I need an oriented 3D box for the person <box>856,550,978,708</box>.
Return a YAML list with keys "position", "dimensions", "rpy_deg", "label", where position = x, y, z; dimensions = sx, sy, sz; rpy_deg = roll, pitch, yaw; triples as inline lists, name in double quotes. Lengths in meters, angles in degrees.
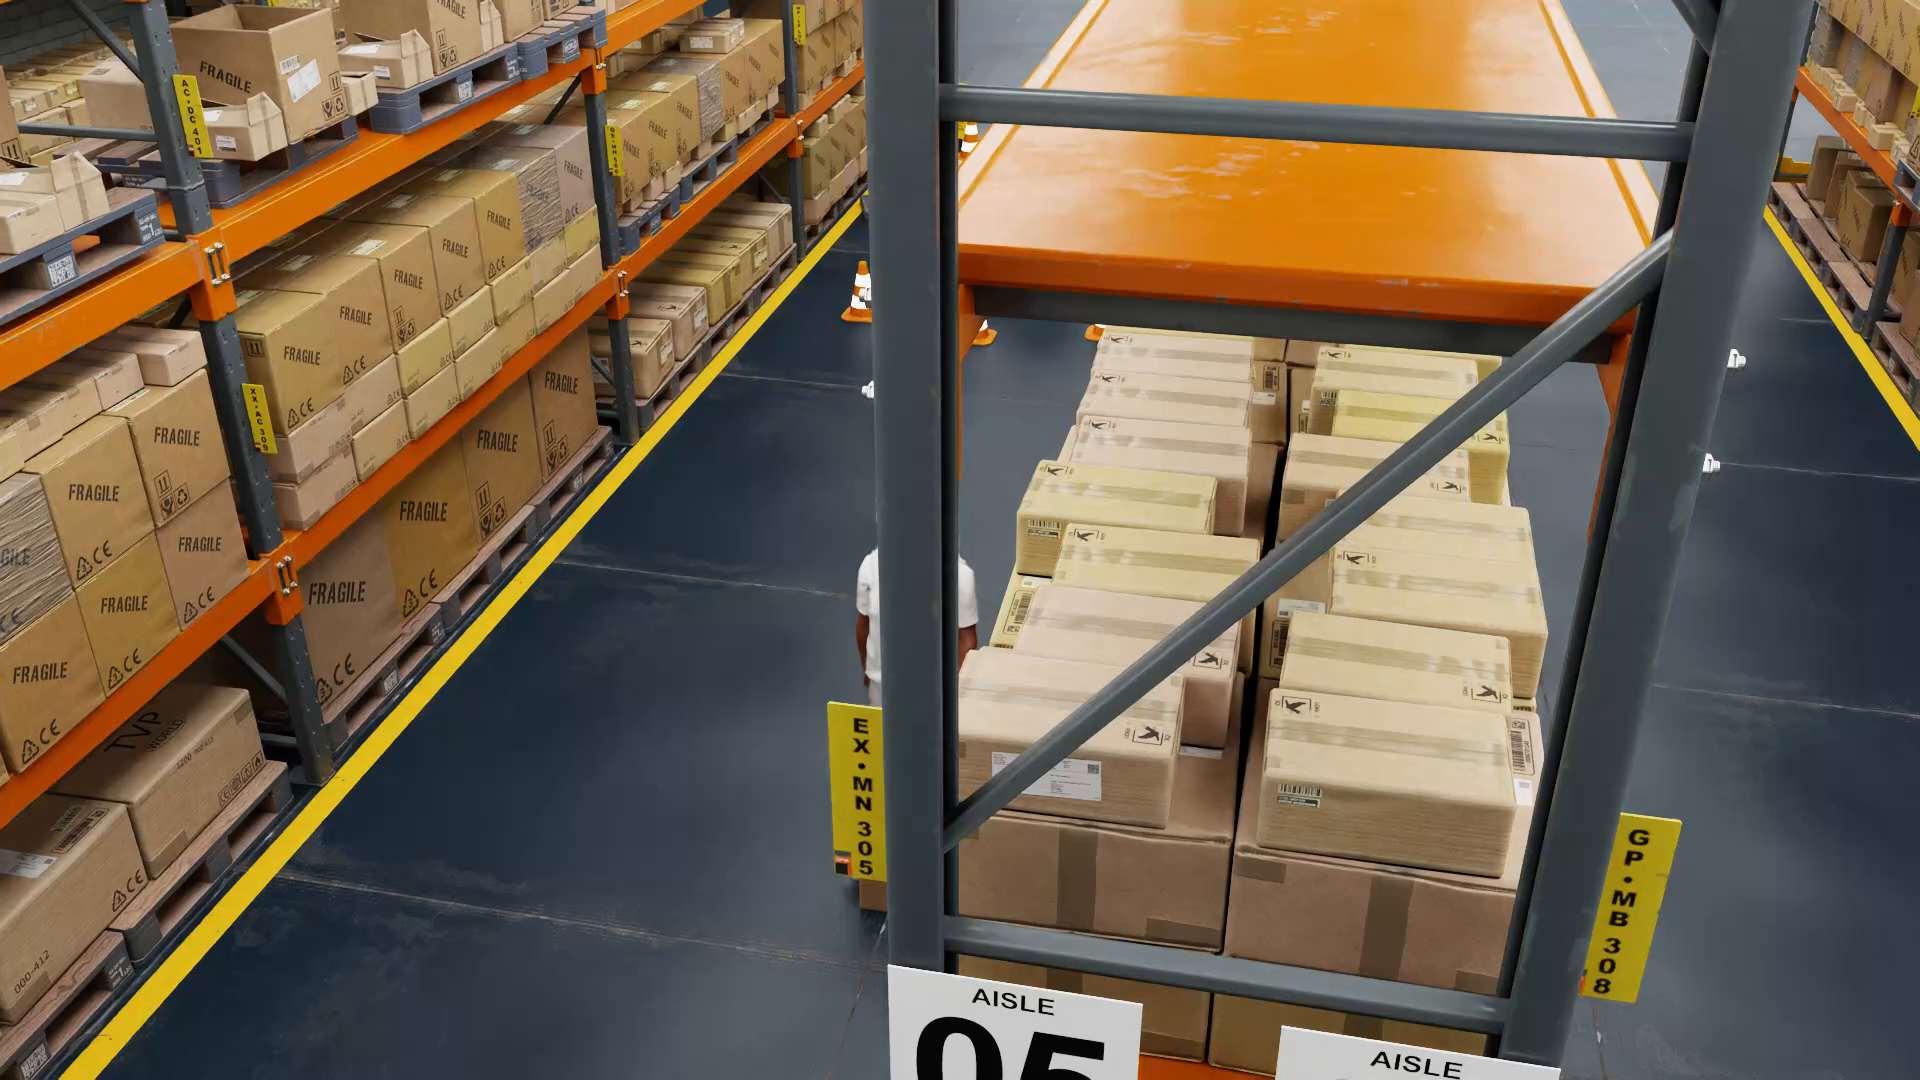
- position: [-0.214, 0.641, 7.444]
  dimensions: [0.571, 1.765, 0.578]
  rpy_deg: [6, 29, 11]
  label: "person"
